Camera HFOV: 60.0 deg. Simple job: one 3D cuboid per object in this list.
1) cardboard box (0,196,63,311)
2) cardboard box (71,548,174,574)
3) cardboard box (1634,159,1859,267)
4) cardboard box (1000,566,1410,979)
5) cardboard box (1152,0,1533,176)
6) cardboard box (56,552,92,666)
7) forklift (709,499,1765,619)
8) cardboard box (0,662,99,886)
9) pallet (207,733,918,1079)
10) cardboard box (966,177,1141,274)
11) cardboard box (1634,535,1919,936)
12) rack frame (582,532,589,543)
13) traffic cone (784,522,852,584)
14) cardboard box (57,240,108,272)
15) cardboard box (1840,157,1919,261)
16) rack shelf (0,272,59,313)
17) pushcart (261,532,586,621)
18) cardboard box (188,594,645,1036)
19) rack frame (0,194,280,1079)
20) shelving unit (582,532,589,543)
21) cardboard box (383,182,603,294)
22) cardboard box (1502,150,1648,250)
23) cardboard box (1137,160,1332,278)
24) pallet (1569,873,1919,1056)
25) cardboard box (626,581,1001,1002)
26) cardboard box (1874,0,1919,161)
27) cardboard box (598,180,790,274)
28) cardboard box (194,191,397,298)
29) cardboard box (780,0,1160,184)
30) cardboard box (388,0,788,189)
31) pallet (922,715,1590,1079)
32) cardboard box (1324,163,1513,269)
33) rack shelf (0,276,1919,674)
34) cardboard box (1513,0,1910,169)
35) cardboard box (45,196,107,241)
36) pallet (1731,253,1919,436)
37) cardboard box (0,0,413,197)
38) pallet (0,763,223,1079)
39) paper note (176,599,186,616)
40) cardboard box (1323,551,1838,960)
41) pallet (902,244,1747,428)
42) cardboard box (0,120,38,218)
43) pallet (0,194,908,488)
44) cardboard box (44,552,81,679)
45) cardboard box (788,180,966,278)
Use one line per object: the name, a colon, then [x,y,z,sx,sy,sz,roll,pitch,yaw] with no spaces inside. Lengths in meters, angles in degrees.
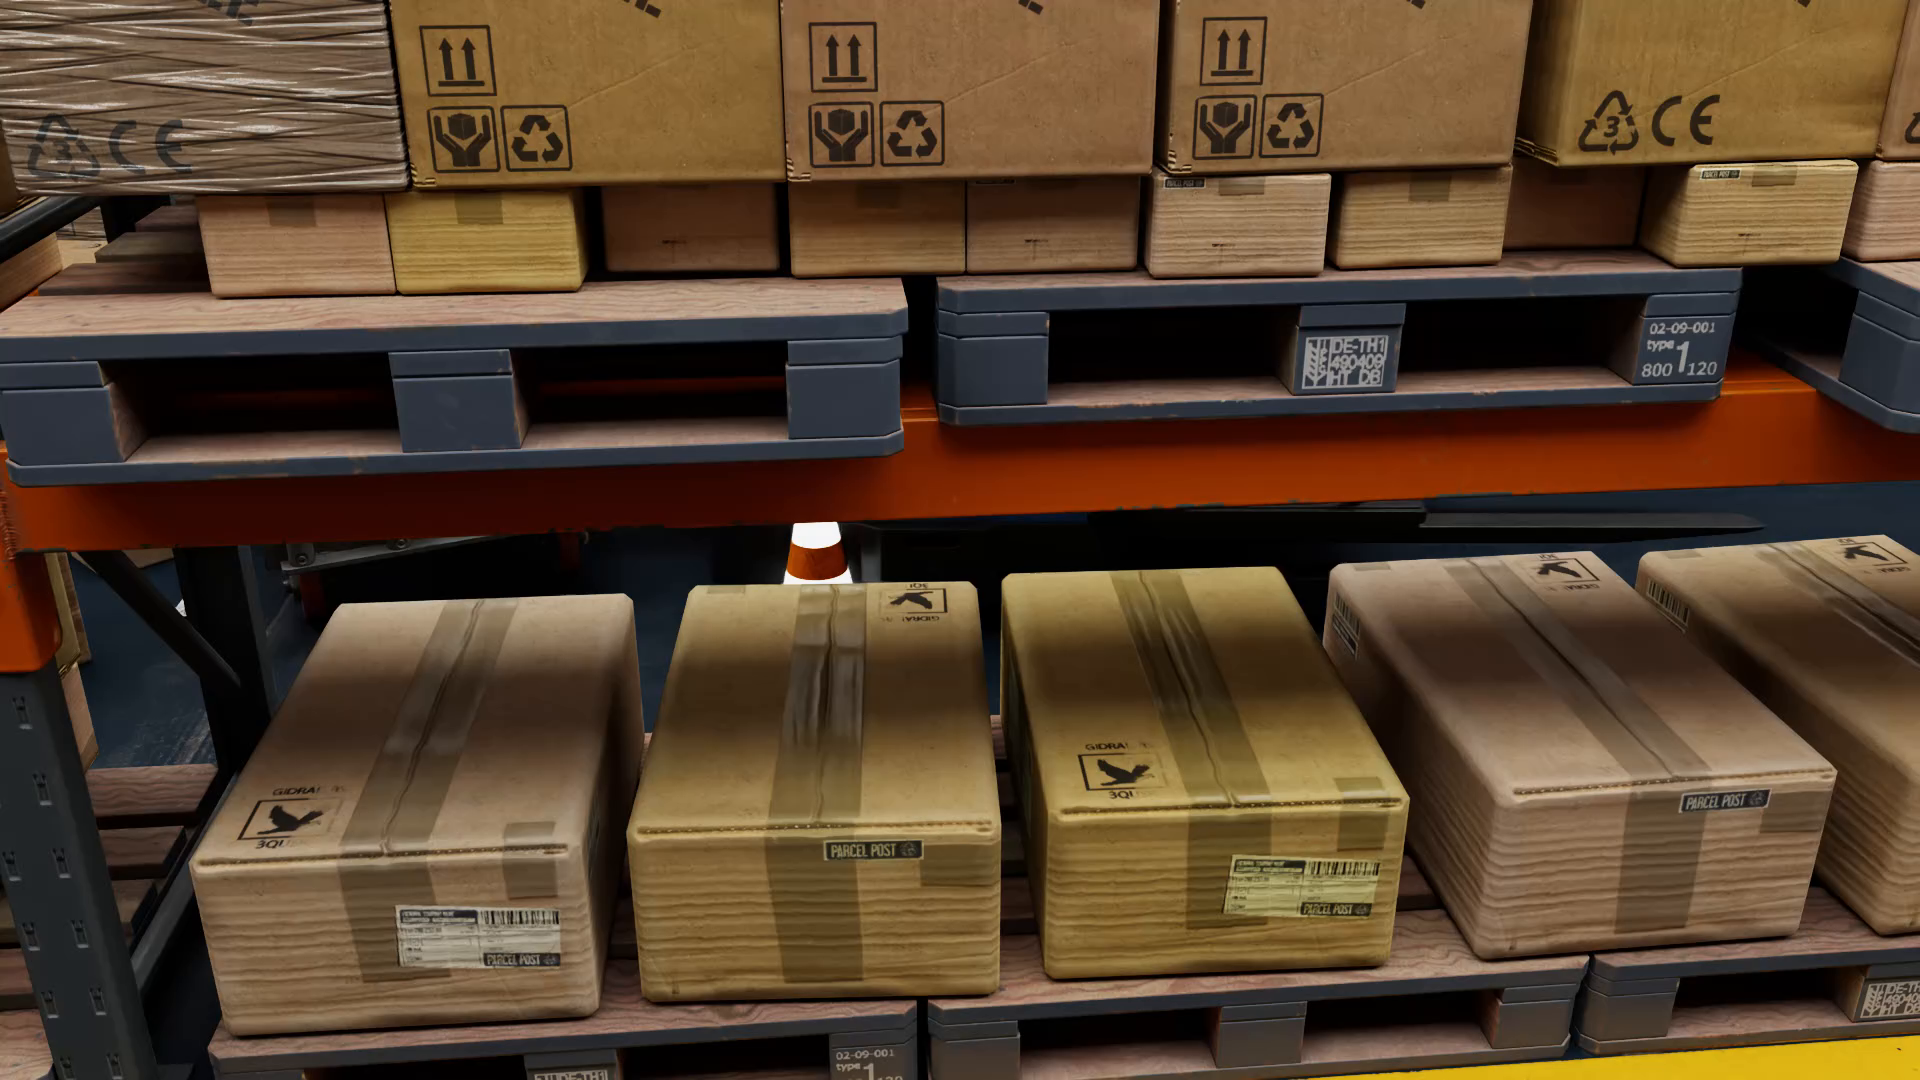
cardboard box: [-1.841,-0.509,3.012,0.250,0.149,0.380,-2,24,-5]
cardboard box: [-2.518,-0.093,5.132,0.258,0.266,0.396,22,32,40]
cardboard box: [1.152,-0.544,2.573,0.250,0.149,0.380,-2,24,-4]
cardboard box: [0.433,0.421,3.327,0.625,0.372,0.950,-2,24,-3]
cardboard box: [0.501,-0.843,2.446,0.500,0.500,0.500,-3,24,-7]
cardboard box: [-2.696,0.127,4.346,0.500,0.500,0.500,16,28,31]
forklift: [0.807,-1.311,4.591,3.031,2.935,1.130,0,24,0]
cardboard box: [-2.110,0.472,3.363,0.500,0.250,0.500,-3,24,-8]
pallet: [-0.721,0.735,3.335,1.213,0.211,1.003,-2,24,-5]
cardboard box: [0.115,-0.530,2.541,0.250,0.149,0.380,-2,24,-5]
cardboard box: [1.921,0.361,3.464,0.625,0.372,0.950,-4,24,-9]
rack frame: [-1.195,-0.587,5.080,0.015,1.200,0.240,-1,24,2]
traffic cone: [-0.400,0.037,4.598,0.334,0.463,0.336,-2,24,-5]
cardboard box: [-3.527,-0.886,6.625,0.500,0.500,0.500,2,24,4]
cardboard box: [1.424,-0.561,2.611,0.250,0.149,0.380,-3,24,-8]
rack shelf: [-3.486,-0.099,2.664,4.000,0.370,1.077,-2,24,-5]
pushcart: [-1.770,-0.228,5.299,0.936,0.377,1.648,-11,26,-23]
cardboard box: [-0.974,0.480,3.196,0.625,0.372,0.950,-2,24,-4]
rack frame: [-1.496,-0.507,2.698,0.127,3.000,1.000,-2,24,-5]
shelving unit: [-0.951,-0.591,5.073,0.503,1.200,0.258,-1,24,2]
cardboard box: [-0.665,-0.485,2.440,0.250,0.149,0.380,-2,24,-4]
cardboard box: [0.889,-0.585,2.665,0.250,0.149,0.380,-2,24,-5]
cardboard box: [0.385,-0.519,2.518,0.250,0.149,0.380,-1,24,-3]
pallet: [1.707,0.638,3.555,1.213,0.211,1.003,-2,24,-5]
cardboard box: [-0.259,0.450,3.263,0.625,0.372,0.950,-1,24,-2]
cardboard box: [1.546,-0.885,2.541,0.500,0.500,0.500,-3,24,-6]
cardboard box: [-0.391,-0.527,2.535,0.250,0.149,0.380,-1,24,-2]
cardboard box: [-0.915,-0.479,2.426,0.250,0.149,0.380,-2,24,-4]
cardboard box: [-0.009,-0.818,2.391,0.500,0.500,0.500,-2,24,-5]
cardboard box: [-0.503,-0.804,2.359,0.500,0.500,0.500,-2,24,-5]
pallet: [0.496,0.685,3.448,1.213,0.211,1.003,-2,24,-5]
cardboard box: [0.647,-0.542,2.568,0.250,0.149,0.380,-3,24,-7]
rack shelf: [0.494,-0.258,3.023,4.000,0.370,1.077,-2,24,-5]
cardboard box: [1.044,-0.864,2.495,0.500,0.500,0.500,-4,24,-9]
cardboard box: [-3.612,-1.690,7.459,0.875,0.875,0.875,-2,24,-5]
pallet: [1.786,-0.508,2.935,1.003,0.211,1.213,-2,24,-5]
cardboard box: [-1.001,-0.783,2.313,0.500,0.500,0.500,-2,24,-4]
pallet: [-2.161,0.808,3.172,1.213,0.211,1.003,-2,24,-5]
paper note: [-2.191,0.181,4.805,0.142,0.019,0.148,-2,24,-5]
cardboard box: [1.188,0.393,3.390,0.625,0.372,0.950,-3,24,-6]
pallet: [0.519,-0.484,2.881,1.213,0.211,1.003,-2,24,-5]
cardboard box: [-1.961,-0.784,2.831,0.500,0.500,0.500,-2,24,-5]
pallet: [-0.721,-0.391,2.673,1.213,0.211,1.003,-2,24,-5]
cardboard box: [-2.110,0.129,3.211,0.500,0.500,0.500,-1,24,-3]
cardboard box: [-0.131,-0.521,2.520,0.250,0.149,0.380,-2,24,-4]
